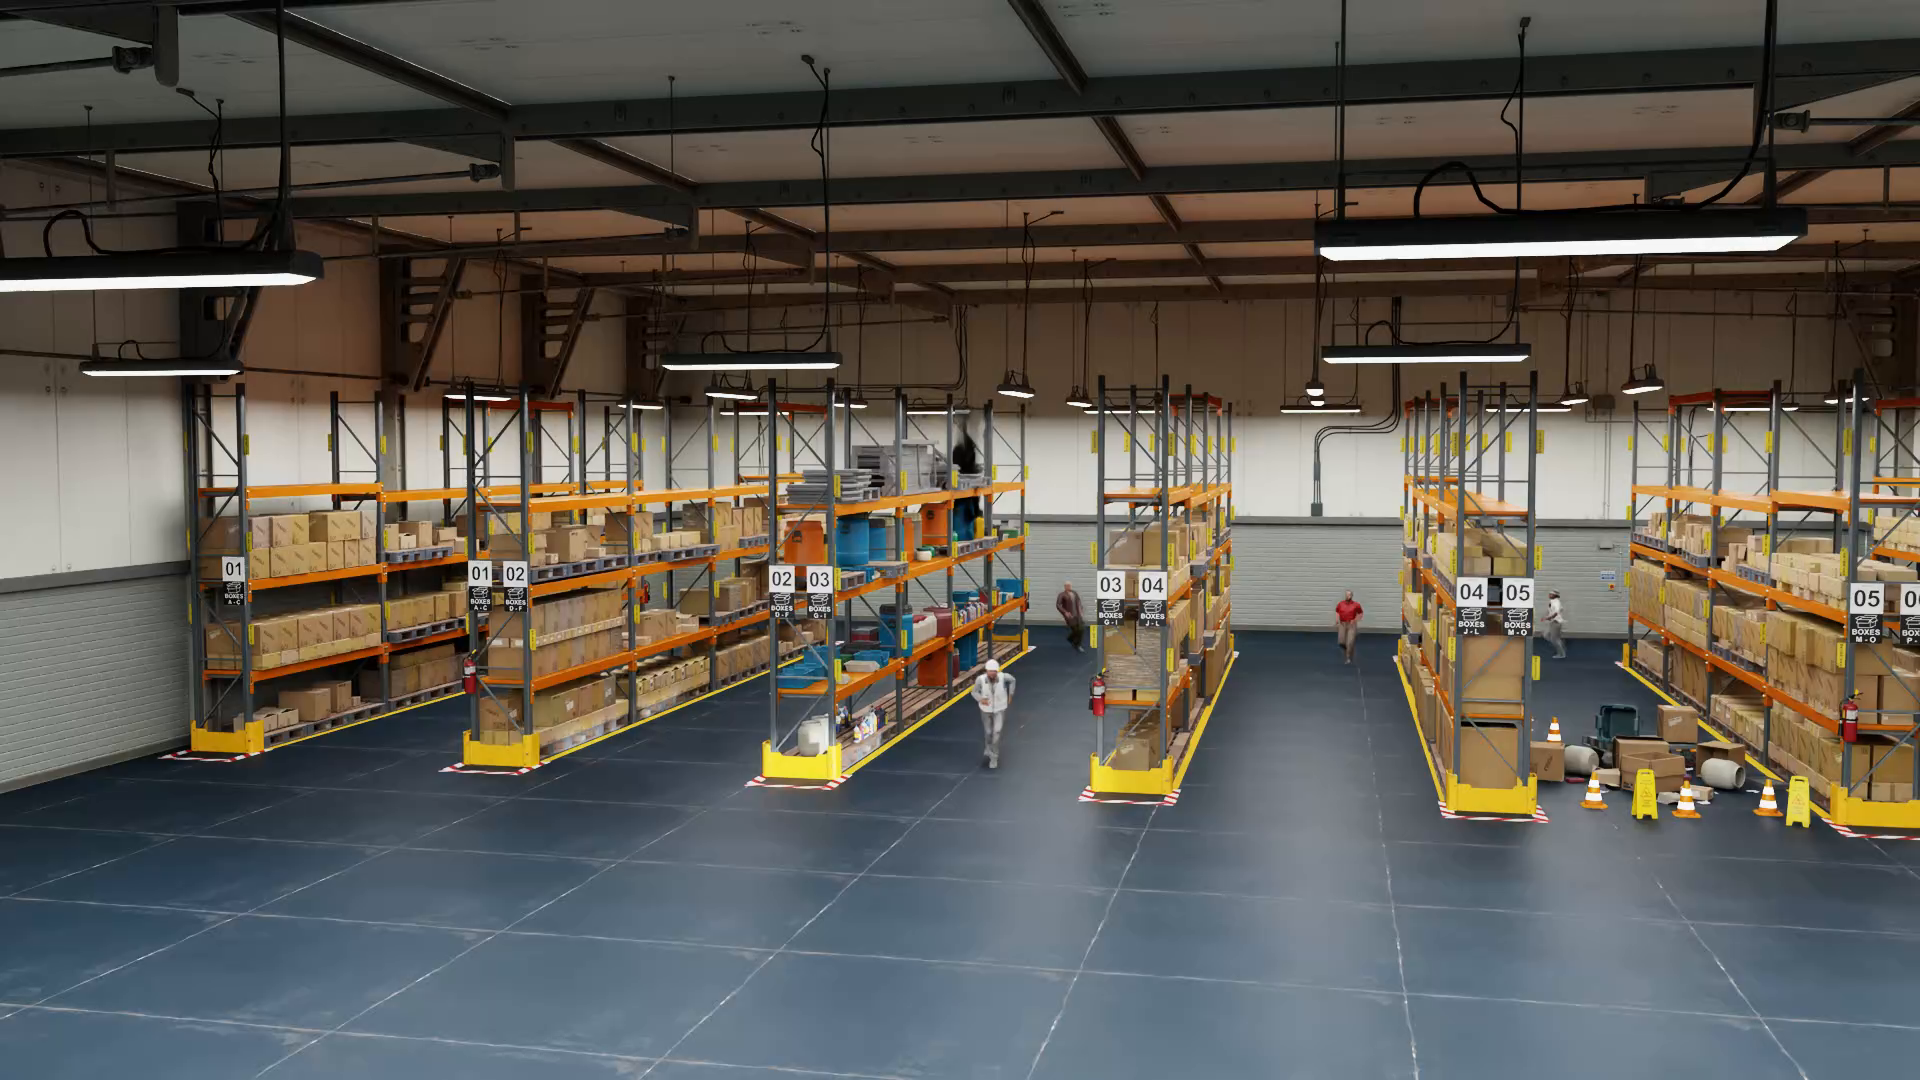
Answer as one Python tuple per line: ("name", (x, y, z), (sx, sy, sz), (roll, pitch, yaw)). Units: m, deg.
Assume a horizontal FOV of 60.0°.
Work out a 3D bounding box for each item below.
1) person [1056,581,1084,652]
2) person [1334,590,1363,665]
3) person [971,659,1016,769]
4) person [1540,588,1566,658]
("person", (2.678, 1.853, 40.372), (0.747, 1.718, 0.609), (-2, 4, -30))
("person", (8.874, 1.996, 38.031), (0.664, 1.685, 0.598), (2, 4, 25))
("person", (0.519, 2.691, 26.101), (0.701, 1.733, 1.044), (0, 3, -1))
("person", (13.948, 1.949, 39.116), (0.598, 1.642, 0.559), (1, 3, 15))
